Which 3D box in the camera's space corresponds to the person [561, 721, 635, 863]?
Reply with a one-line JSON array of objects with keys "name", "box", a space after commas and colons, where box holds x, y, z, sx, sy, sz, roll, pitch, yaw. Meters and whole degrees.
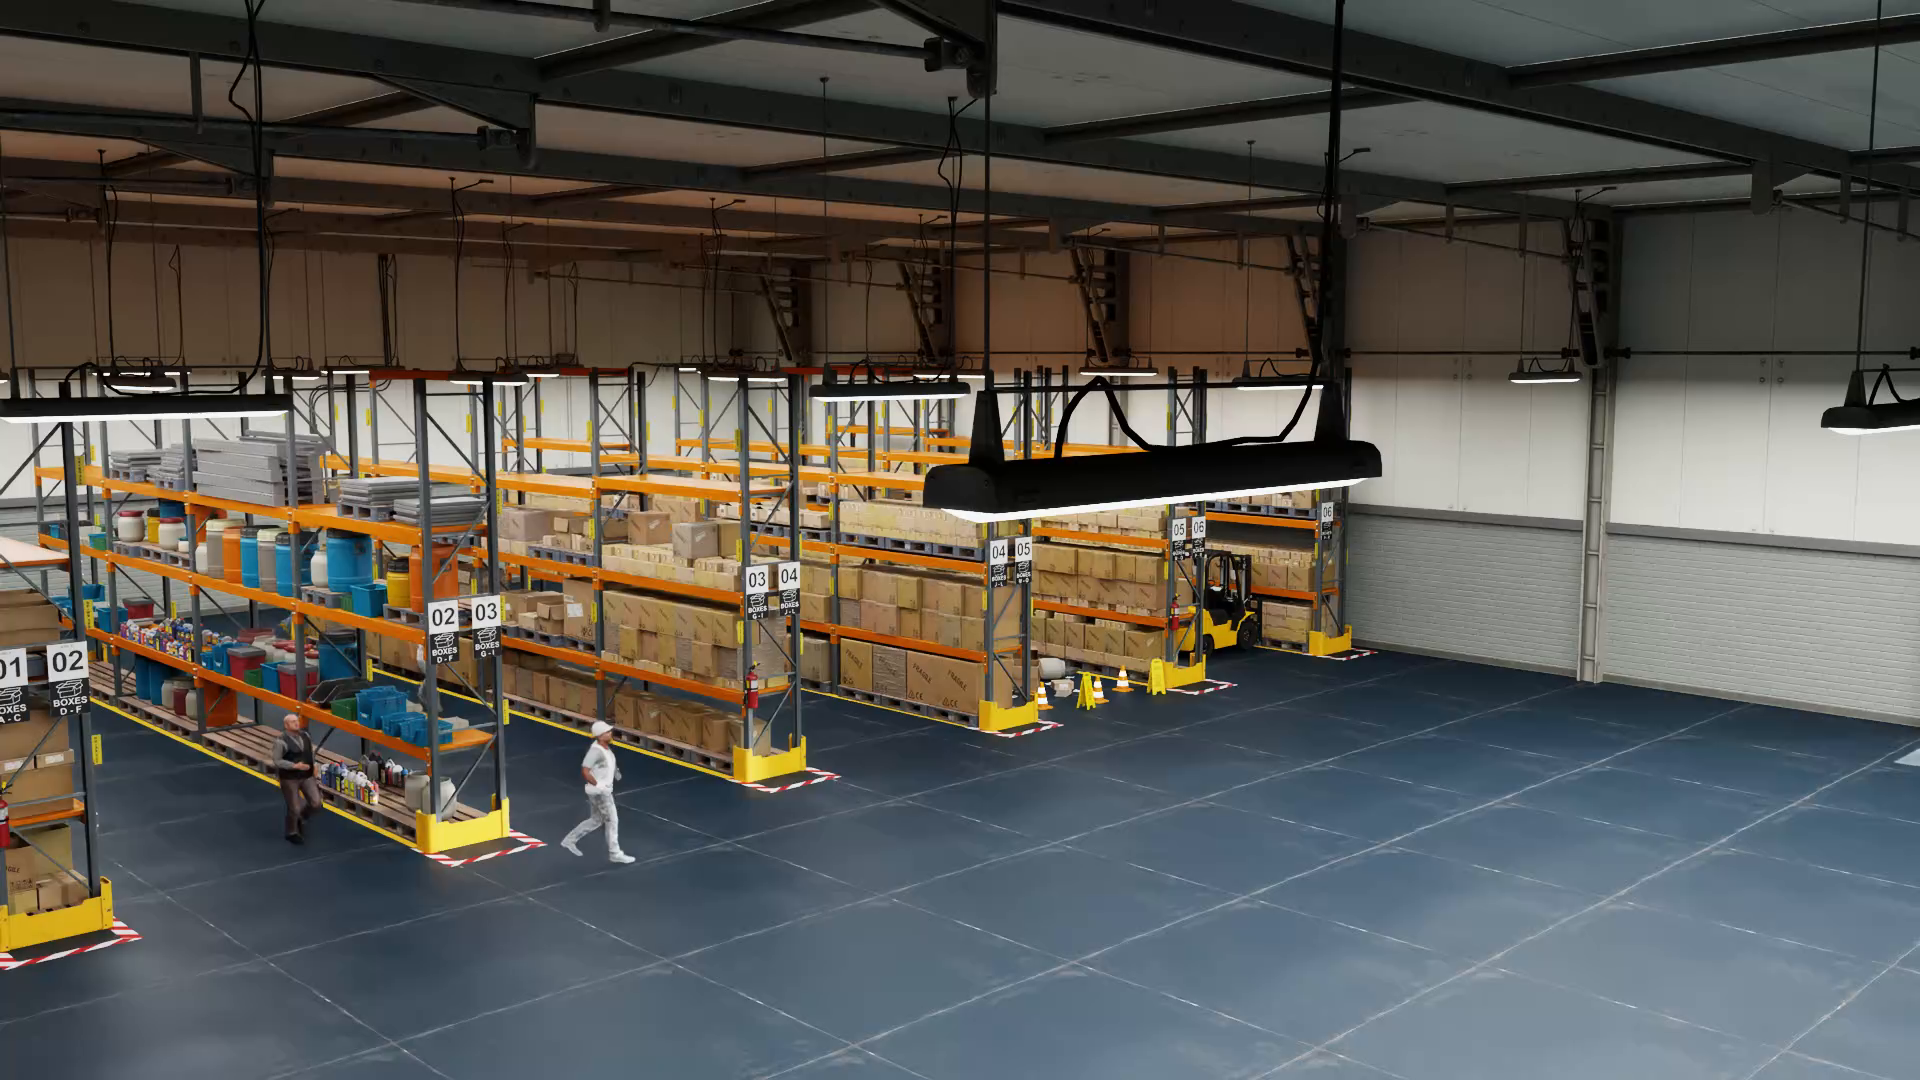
[{"name": "person", "box": [-4.494, 3.112, 20.553, 0.904, 1.782, 0.677, -1, 7, -11]}]

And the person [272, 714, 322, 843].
[{"name": "person", "box": [-8.501, 3.075, 21.407, 0.602, 1.682, 0.643, 5, 8, 36]}]

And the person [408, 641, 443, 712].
[{"name": "person", "box": [-9.457, 2.184, 29.602, 0.849, 1.713, 0.627, 6, 9, 43]}]

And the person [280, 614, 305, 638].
[{"name": "person", "box": [-14.835, 1.315, 36.915, 0.541, 1.725, 0.691, -4, 7, -29]}]
